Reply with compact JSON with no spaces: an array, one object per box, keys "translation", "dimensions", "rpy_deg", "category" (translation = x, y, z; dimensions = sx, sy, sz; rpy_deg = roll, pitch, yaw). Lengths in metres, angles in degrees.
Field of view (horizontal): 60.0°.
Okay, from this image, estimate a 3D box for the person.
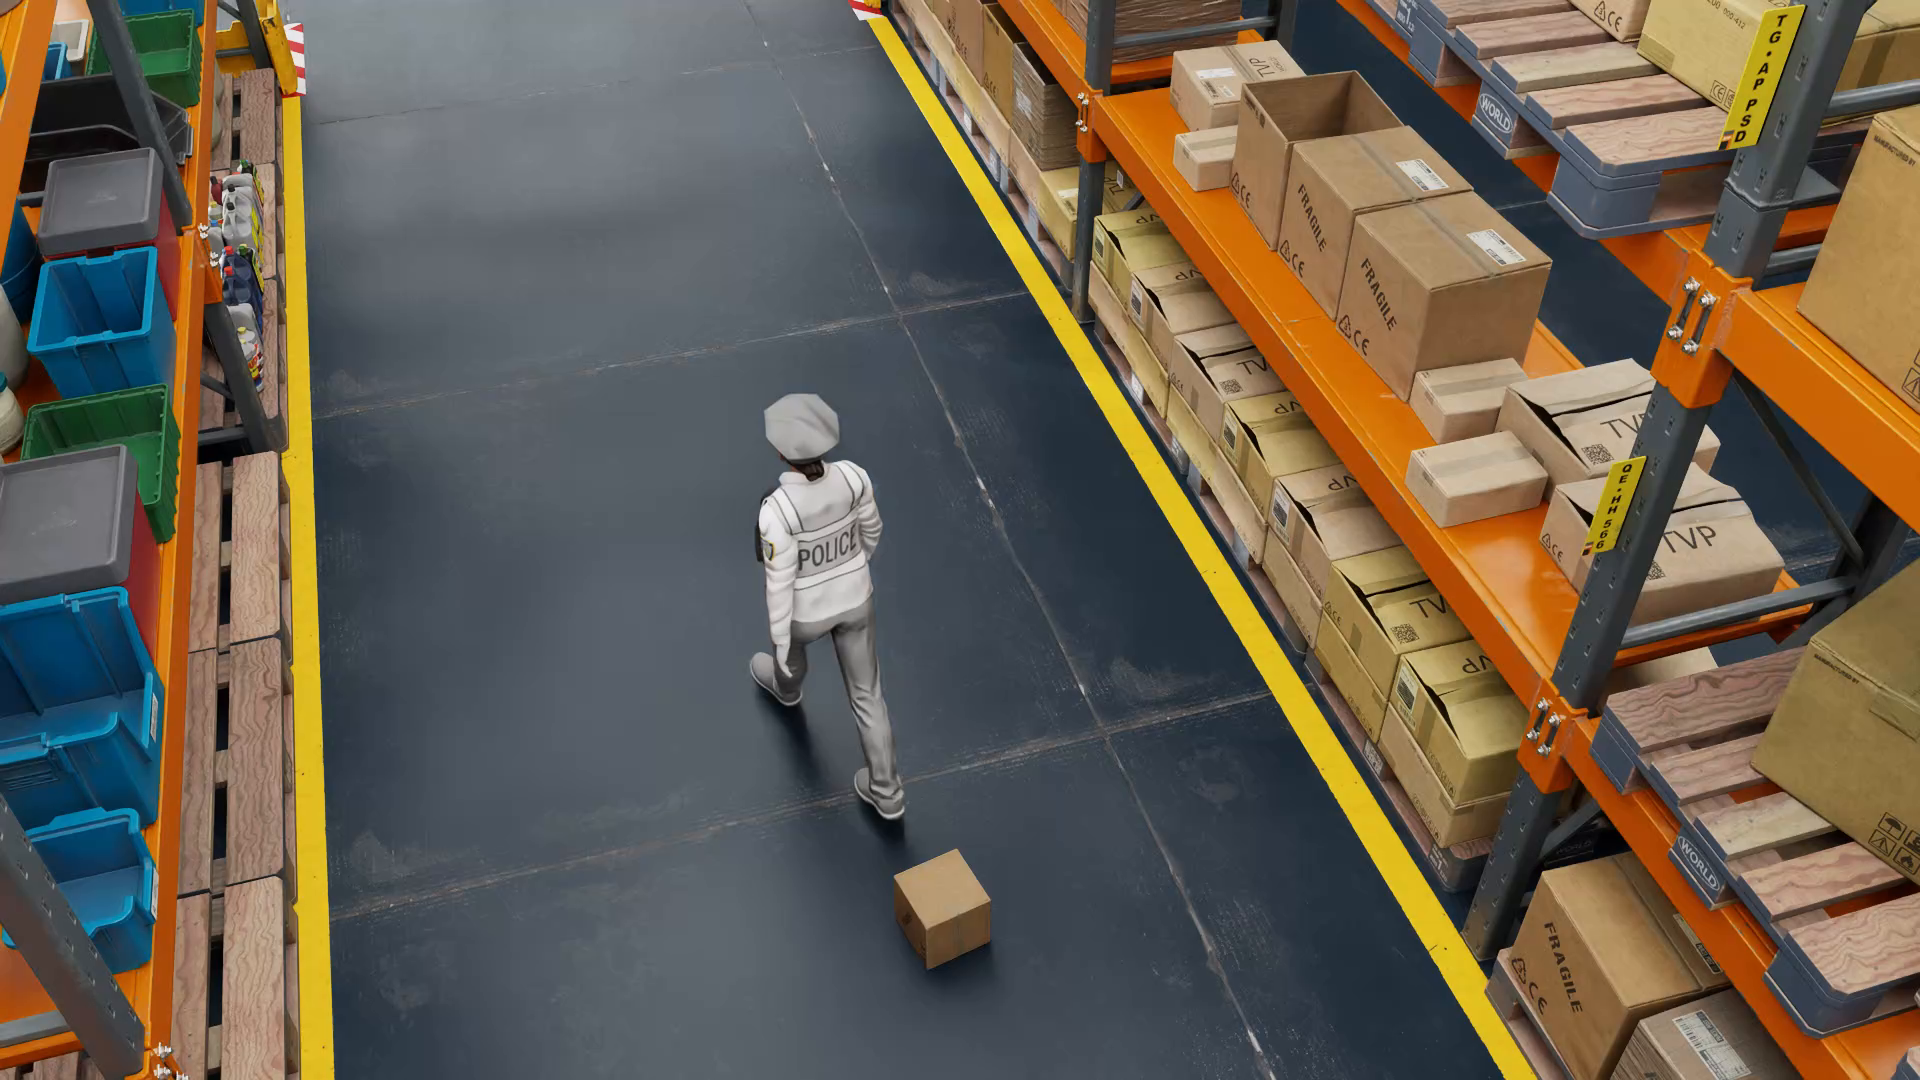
[{"translation":[-0.488,0.184,5.950],"dimensions":[0.514,1.620,1.029],"rpy_deg":[-20,46,-20],"category":"person"}]
